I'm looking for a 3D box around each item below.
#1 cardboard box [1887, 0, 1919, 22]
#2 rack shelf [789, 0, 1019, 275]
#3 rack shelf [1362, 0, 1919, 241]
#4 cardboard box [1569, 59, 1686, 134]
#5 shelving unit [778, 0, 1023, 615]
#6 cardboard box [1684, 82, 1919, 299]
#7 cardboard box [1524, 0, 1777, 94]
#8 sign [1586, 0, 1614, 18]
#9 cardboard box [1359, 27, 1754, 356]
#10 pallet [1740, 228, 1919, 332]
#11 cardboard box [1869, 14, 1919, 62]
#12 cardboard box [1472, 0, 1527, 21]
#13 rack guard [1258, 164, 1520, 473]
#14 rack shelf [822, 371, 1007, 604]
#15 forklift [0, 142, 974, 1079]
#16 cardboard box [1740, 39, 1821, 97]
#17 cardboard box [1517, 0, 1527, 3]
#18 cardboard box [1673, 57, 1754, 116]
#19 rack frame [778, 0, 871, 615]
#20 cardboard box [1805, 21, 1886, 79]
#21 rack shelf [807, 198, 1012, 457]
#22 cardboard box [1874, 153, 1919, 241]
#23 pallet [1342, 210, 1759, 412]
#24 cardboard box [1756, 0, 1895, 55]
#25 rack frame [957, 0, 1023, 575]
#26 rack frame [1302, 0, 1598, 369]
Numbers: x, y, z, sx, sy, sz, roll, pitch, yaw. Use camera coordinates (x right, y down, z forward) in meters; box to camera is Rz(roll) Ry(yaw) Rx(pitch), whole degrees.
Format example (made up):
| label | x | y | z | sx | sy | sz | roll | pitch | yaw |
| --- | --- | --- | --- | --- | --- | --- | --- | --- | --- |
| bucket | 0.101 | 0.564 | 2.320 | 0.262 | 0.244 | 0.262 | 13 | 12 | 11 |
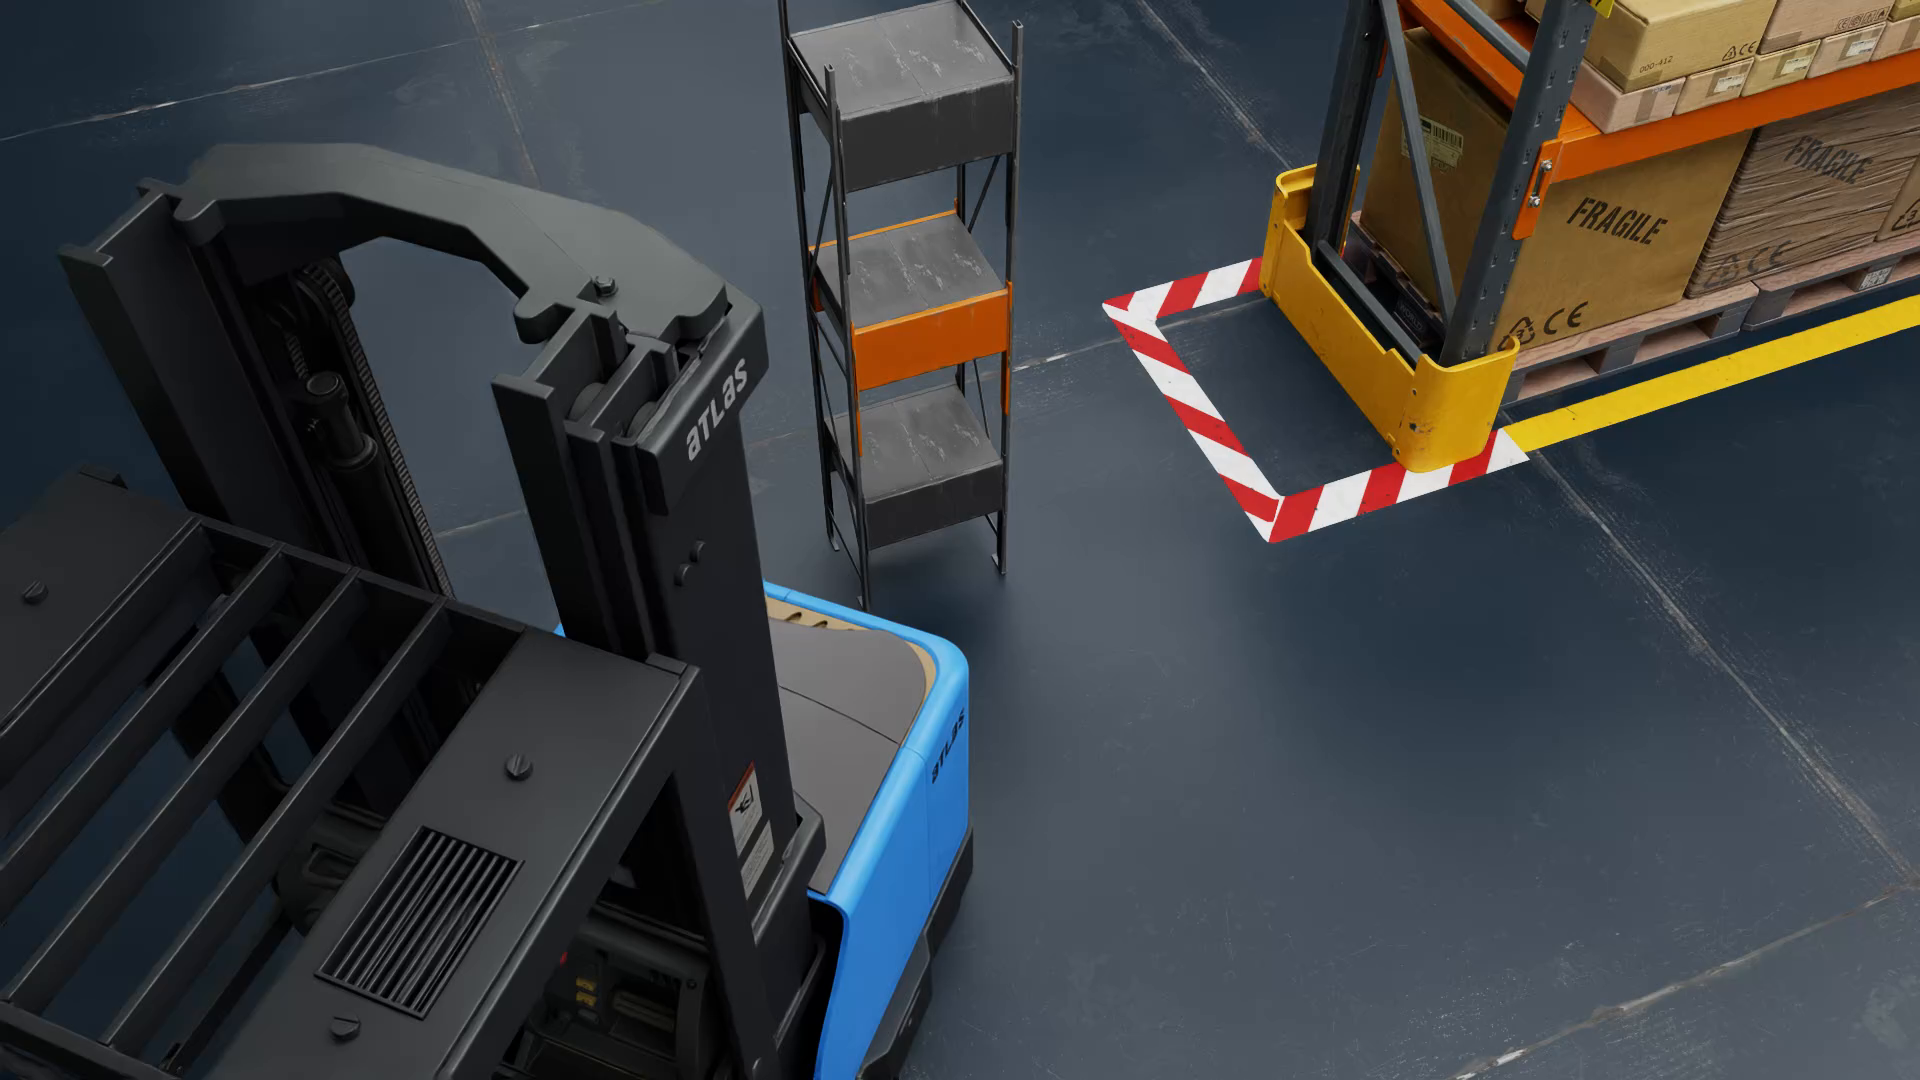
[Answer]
| label | x | y | z | sx | sy | sz | roll | pitch | yaw |
| --- | --- | --- | --- | --- | --- | --- | --- | --- | --- |
| cardboard box | 3.062 | -1.959 | 5.358 | 0.500 | 0.250 | 0.500 | -19 | 52 | -15 |
| rack shelf | -0.153 | -1.084 | 4.392 | 0.480 | 0.518 | 0.431 | -17 | 52 | -14 |
| rack shelf | 3.421 | -2.007 | 5.971 | 4.000 | 0.370 | 1.077 | -17 | 52 | -14 |
| cardboard box | 2.023 | -1.456 | 5.189 | 0.250 | 0.149 | 0.380 | -17 | 51 | -14 |
| shelving unit | -0.153 | -0.637 | 4.913 | 0.503 | 2.100 | 0.431 | -17 | 52 | -14 |
| cardboard box | 2.975 | -1.613 | 6.282 | 0.875 | 0.875 | 0.875 | -17 | 52 | -14 |
| cardboard box | 2.116 | -1.664 | 5.104 | 0.500 | 0.250 | 0.500 | -18 | 52 | -15 |
| sign | 1.774 | -1.584 | 4.510 | 0.005 | 0.325 | 0.100 | -17 | 52 | -14 |
| cardboard box | 2.132 | -1.352 | 6.058 | 0.875 | 0.875 | 0.875 | -17 | 52 | -14 |
| pallet | 3.408 | -1.390 | 6.805 | 1.213 | 0.211 | 1.003 | -17 | 52 | -14 |
| cardboard box | 2.974 | -1.752 | 5.443 | 0.250 | 0.149 | 0.380 | -18 | 52 | -15 |
| cardboard box | 1.775 | -1.919 | 5.587 | 0.250 | 0.149 | 0.380 | -16 | 51 | -14 |
| rack guard | 1.548 | -0.846 | 6.147 | 0.348 | 0.500 | 1.175 | -17 | 52 | -14 |
| rack shelf | -0.153 | -0.172 | 5.454 | 0.480 | 0.518 | 0.431 | -17 | 52 | -14 |
| forklift | -0.978 | 0.911 | 3.035 | 1.130 | 2.935 | 3.031 | 17 | 51 | 14 |
| cardboard box | 2.497 | -1.604 | 5.316 | 0.250 | 0.149 | 0.380 | -18 | 52 | -15 |
| cardboard box | 1.918 | -2.041 | 5.428 | 0.500 | 0.250 | 0.500 | -18 | 52 | -15 |
| cardboard box | 2.260 | -1.530 | 5.253 | 0.250 | 0.149 | 0.380 | -18 | 52 | -15 |
| rack frame | -0.379 | -0.567 | 4.853 | 0.015 | 2.100 | 0.400 | -17 | 52 | -14 |
| cardboard box | 2.738 | -1.680 | 5.381 | 0.250 | 0.149 | 0.380 | -18 | 52 | -15 |
| rack shelf | -0.153 | -0.628 | 4.923 | 0.480 | 0.518 | 0.431 | -17 | 52 | -14 |
| cardboard box | 3.799 | -1.868 | 6.501 | 0.875 | 0.875 | 0.875 | -17 | 52 | -14 |
| pallet | 2.281 | -1.043 | 6.507 | 1.213 | 0.211 | 1.003 | -17 | 52 | -14 |
| cardboard box | 2.595 | -1.817 | 5.236 | 0.500 | 0.250 | 0.500 | -18 | 52 | -15 |
| rack frame | 0.073 | -0.707 | 4.973 | 0.015 | 2.100 | 0.400 | -17 | 52 | -14 |
| rack frame | 1.570 | -1.668 | 5.205 | 0.127 | 3.000 | 1.000 | -17 | 52 | -14 |
